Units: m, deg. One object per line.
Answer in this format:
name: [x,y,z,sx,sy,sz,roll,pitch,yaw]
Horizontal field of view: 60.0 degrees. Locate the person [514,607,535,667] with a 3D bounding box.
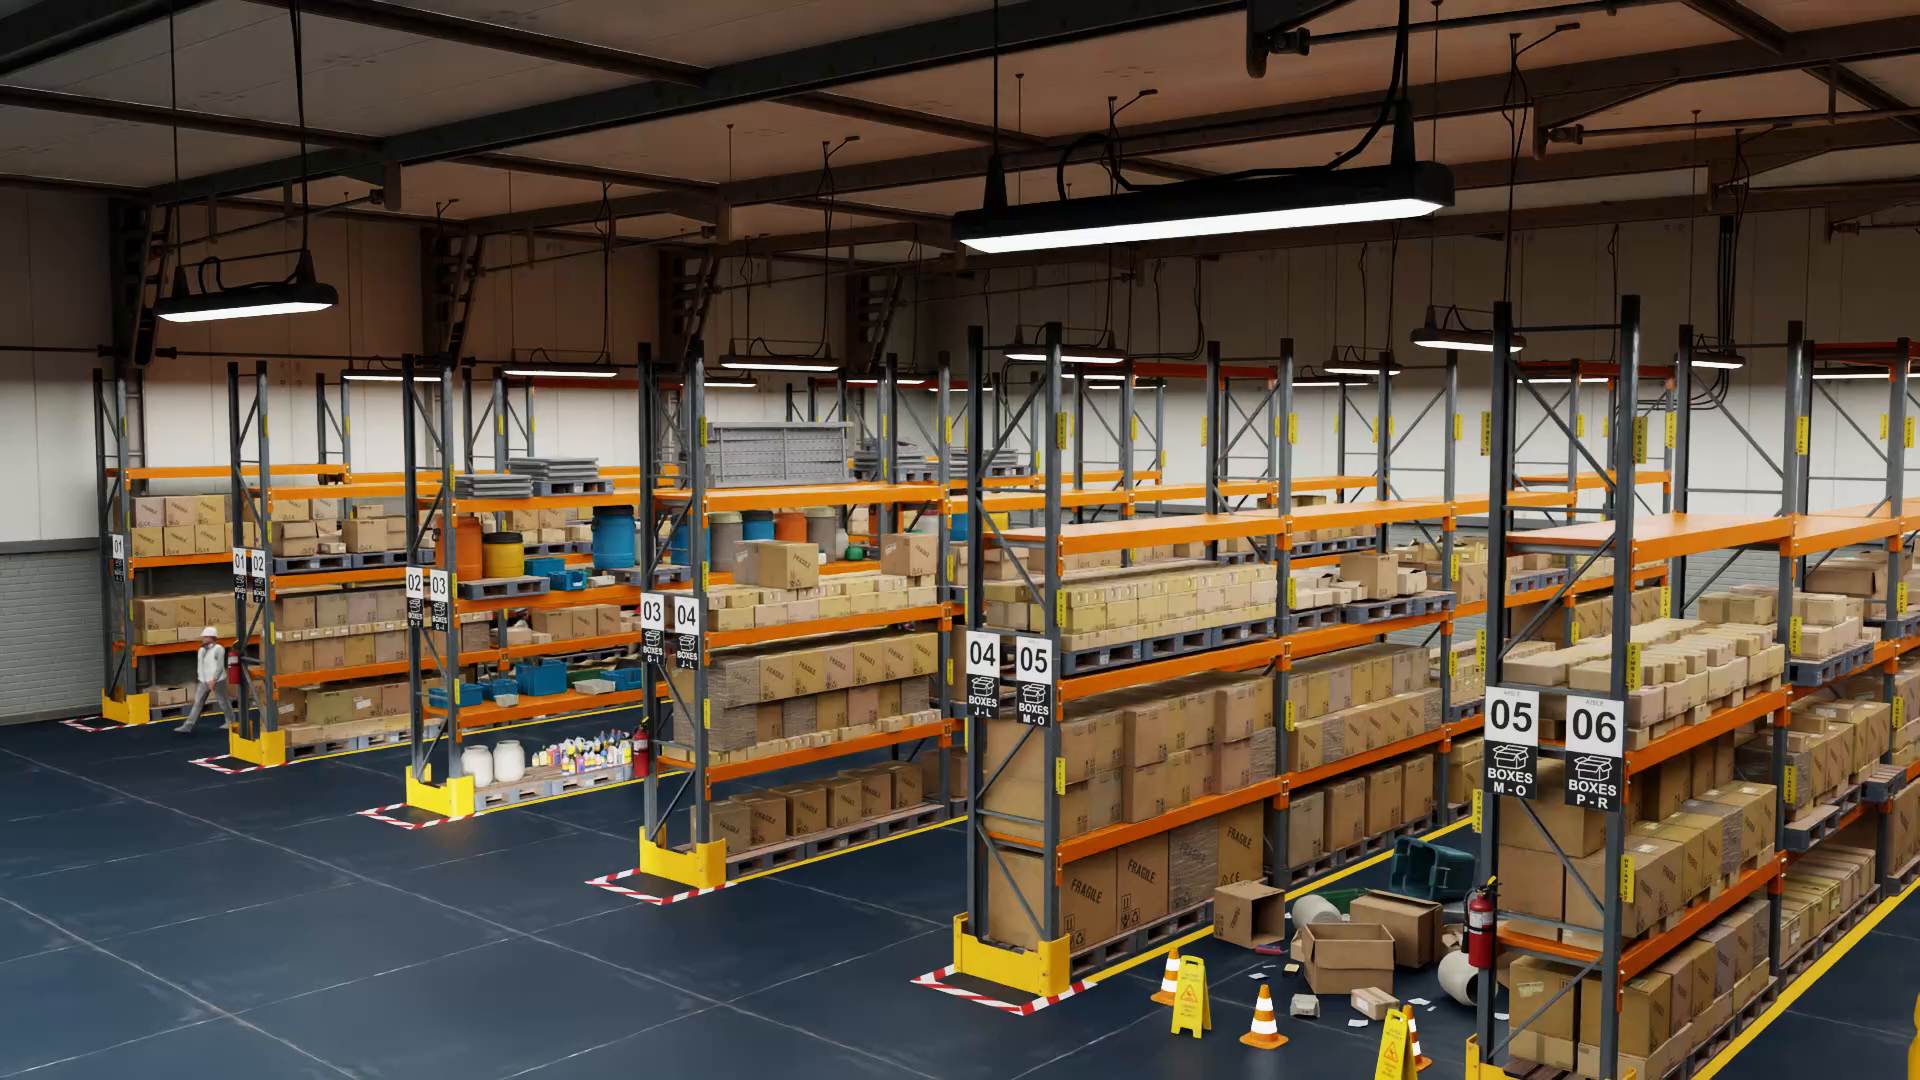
person: [-8.101,2.065,30.689,0.481,1.676,0.528,-4,6,-40]

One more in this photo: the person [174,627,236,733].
person: [-12.285,2.282,27.151,0.570,1.715,1.054,1,4,14]

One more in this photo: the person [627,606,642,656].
person: [-6.279,1.930,32.498,0.559,1.736,0.731,2,5,28]
